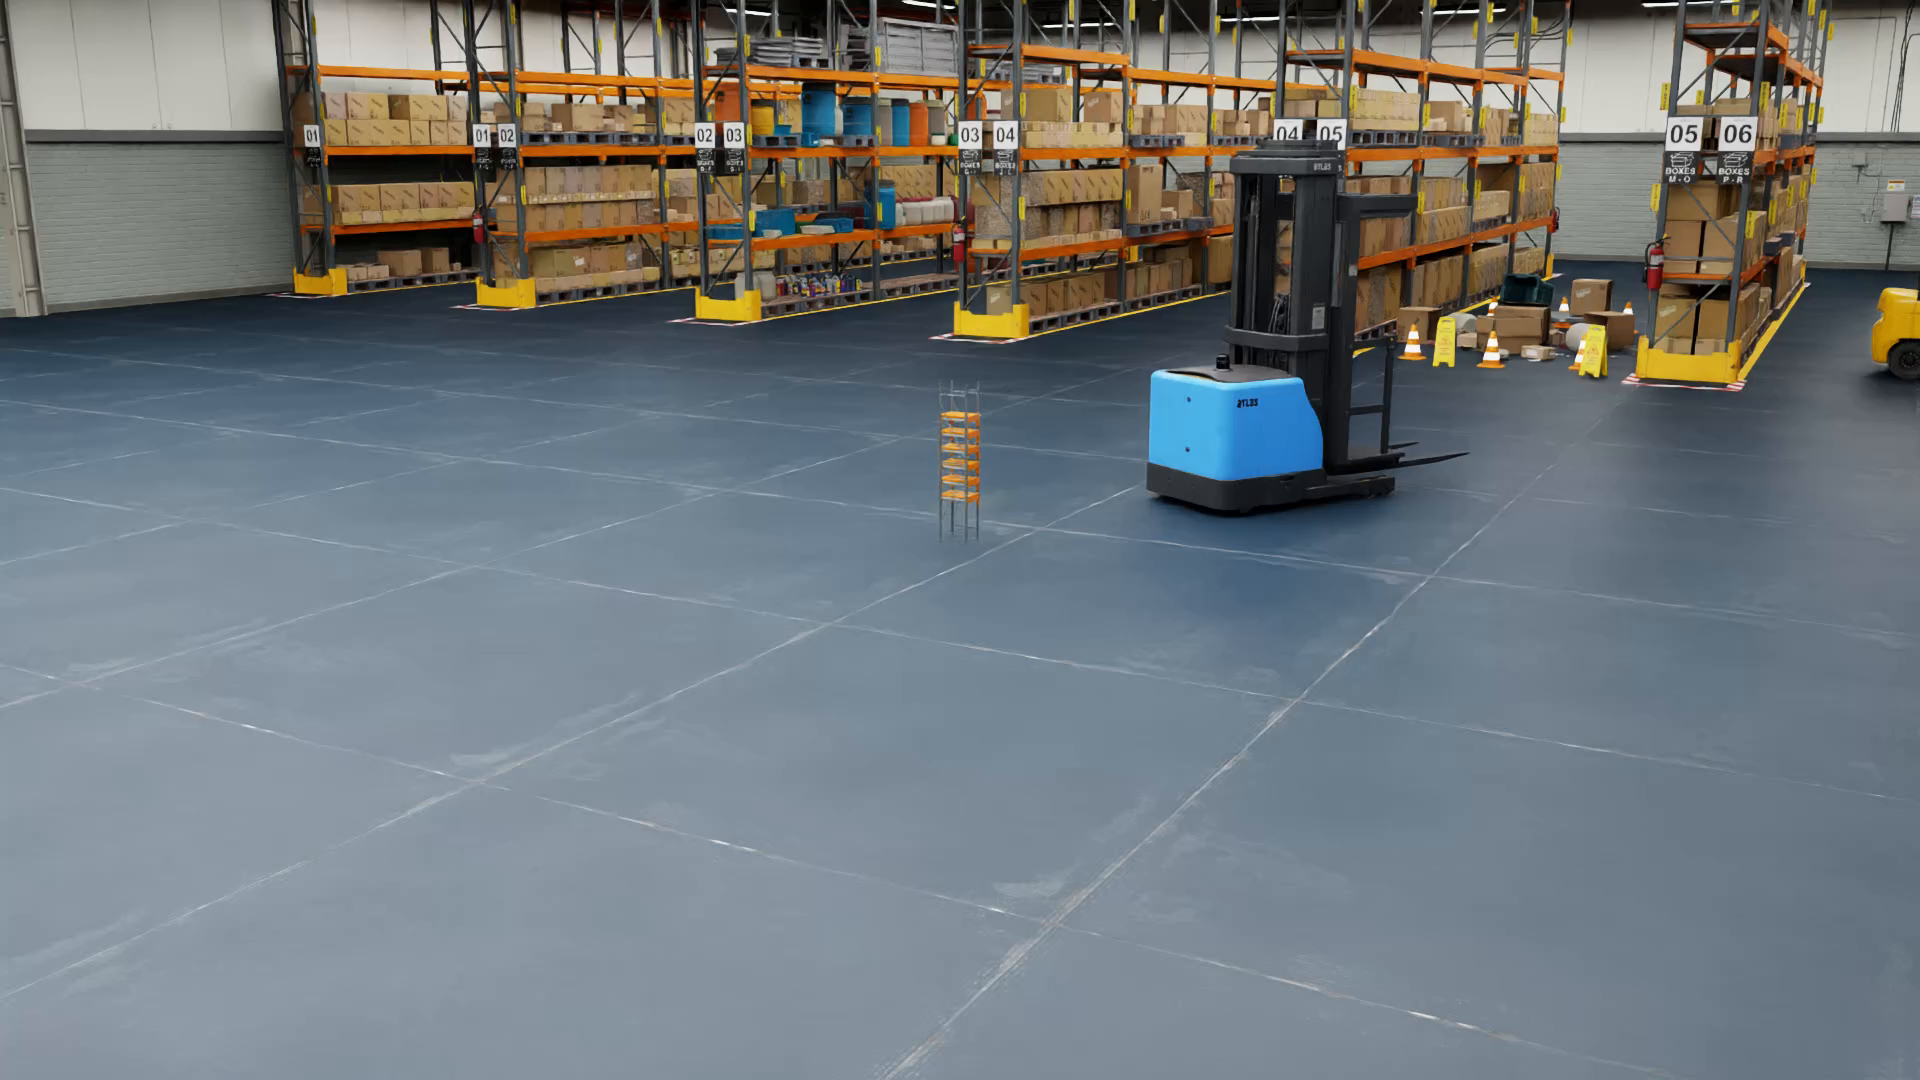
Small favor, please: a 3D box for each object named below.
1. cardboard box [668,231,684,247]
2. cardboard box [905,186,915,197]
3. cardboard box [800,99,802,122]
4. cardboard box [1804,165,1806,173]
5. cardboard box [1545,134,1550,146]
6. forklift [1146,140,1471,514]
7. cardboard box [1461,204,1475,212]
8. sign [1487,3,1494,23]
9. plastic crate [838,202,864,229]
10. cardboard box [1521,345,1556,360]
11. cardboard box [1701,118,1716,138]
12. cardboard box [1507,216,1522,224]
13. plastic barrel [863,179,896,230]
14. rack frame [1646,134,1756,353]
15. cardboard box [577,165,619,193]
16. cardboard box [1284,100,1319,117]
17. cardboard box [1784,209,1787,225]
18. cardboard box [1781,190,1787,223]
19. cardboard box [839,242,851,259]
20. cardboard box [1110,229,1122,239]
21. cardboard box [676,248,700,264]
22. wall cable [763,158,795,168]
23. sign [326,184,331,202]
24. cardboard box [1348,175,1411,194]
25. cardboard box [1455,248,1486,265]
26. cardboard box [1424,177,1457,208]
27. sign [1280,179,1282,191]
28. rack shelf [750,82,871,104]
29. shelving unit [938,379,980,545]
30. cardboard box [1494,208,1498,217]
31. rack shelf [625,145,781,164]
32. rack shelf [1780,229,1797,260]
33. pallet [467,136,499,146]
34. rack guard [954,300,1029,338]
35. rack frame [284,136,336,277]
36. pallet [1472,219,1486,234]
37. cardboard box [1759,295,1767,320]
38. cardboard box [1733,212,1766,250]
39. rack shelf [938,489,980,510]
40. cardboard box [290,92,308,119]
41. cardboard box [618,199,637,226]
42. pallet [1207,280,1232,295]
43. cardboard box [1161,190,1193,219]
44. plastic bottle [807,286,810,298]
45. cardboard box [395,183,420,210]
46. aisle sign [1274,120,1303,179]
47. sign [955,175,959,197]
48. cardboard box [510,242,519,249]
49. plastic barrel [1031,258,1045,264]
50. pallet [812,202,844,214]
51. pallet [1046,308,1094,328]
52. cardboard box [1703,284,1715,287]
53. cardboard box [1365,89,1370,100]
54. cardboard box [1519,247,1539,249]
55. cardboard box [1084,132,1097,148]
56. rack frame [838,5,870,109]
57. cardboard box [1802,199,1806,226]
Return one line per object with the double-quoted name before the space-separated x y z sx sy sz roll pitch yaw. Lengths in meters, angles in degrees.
"cardboard box" -7.389 -7.574 41.243 0.750 0.750 0.750 8 16 30
"cardboard box" -1.450 -8.516 41.243 0.500 0.500 0.500 7 15 28
"cardboard box" -3.648 -9.656 37.439 0.500 0.500 0.500 7 15 28
"cardboard box" 16.054 -7.135 32.000 0.380 0.149 0.250 7 15 28
"cardboard box" 11.993 -8.357 34.717 0.500 0.250 0.500 8 16 30
"forklift" 3.092 -1.871 14.040 3.031 2.935 1.130 -8 16 -31
"cardboard box" 9.015 -5.962 29.870 0.380 0.149 0.250 8 16 31
"sign" 9.094 -9.045 28.518 0.100 0.325 0.005 7 15 28
"plastic crate" -1.990 -6.147 31.496 0.402 0.464 0.583 7 15 28
"cardboard box" 7.986 -2.589 22.957 0.250 0.149 0.380 -8 16 -30
"cardboard box" 9.132 -5.143 20.752 0.500 0.250 0.500 7 15 27
"cardboard box" 10.963 -6.379 33.128 0.380 0.149 0.250 8 16 30
"plastic barrel" -1.505 -6.271 31.076 0.600 0.901 0.708 7 15 28
"rack frame" 9.121 -3.478 20.559 1.000 3.000 0.127 7 15 28
"cardboard box" -6.986 -6.925 31.878 0.700 0.500 0.500 7 15 28
"cardboard box" 4.731 -5.933 22.917 0.500 0.250 0.500 8 16 29
"cardboard box" 13.449 -5.365 27.641 0.500 0.250 0.500 7 15 28
"cardboard box" 12.771 -5.284 26.309 0.500 0.500 0.500 7 15 27
"cardboard box" -2.900 -6.847 38.931 0.500 0.500 0.500 8 16 29
"cardboard box" 2.533 -5.222 28.329 0.380 0.149 0.250 7 15 28
"cardboard box" -5.626 -5.843 34.144 0.500 0.311 0.500 7 15 27
"wall cable" -5.037 -10.431 47.231 0.084 1.984 1.851 7 15 28
"sign" -12.088 -6.644 31.843 0.100 0.325 0.005 7 15 28
"cardboard box" 6.464 -5.365 25.761 0.875 0.550 0.550 7 15 28
"cardboard box" 9.396 -5.231 30.668 0.500 0.250 0.500 7 15 27
"cardboard box" 8.137 -5.999 28.670 0.700 0.500 0.500 7 15 27
"sign" 6.726 -7.527 35.055 0.100 0.325 0.005 7 15 28
"rack shelf" -3.390 -10.148 37.813 1.077 0.370 4.000 7 15 28
"shelving unit" -0.007 -0.580 12.381 0.258 1.200 0.189 7 15 28
"cardboard box" 10.023 -6.245 31.675 0.380 0.149 0.250 7 15 26
"rack shelf" -5.324 -8.063 34.714 1.077 0.370 4.000 7 15 28
"rack shelf" 13.955 -5.180 29.153 1.077 0.370 4.000 7 15 28
"pallet" -10.237 -8.586 35.750 1.213 0.211 1.003 7 15 28
"rack guard" 0.482 -3.401 25.574 1.175 0.500 0.348 7 15 28
"rack frame" -12.563 -6.284 32.200 1.000 3.000 0.127 7 15 28
"pallet" 8.857 -5.724 30.286 1.213 0.211 1.003 7 15 28
"cardboard box" 11.985 -3.624 25.875 0.950 0.372 0.625 8 16 30
"cardboard box" 10.814 -4.266 22.980 0.500 0.500 0.500 8 16 30
"rack shelf" -0.007 -0.304 12.447 0.258 0.103 0.180 7 15 28
"cardboard box" -12.583 -8.405 32.207 0.500 0.500 0.500 8 16 31
"cardboard box" -6.749 -6.392 32.435 0.700 0.500 0.500 7 15 27
"pallet" 4.760 -5.039 32.987 1.003 0.211 1.213 7 15 28
"cardboard box" 3.905 -6.253 30.963 0.700 0.500 0.500 10 17 36
"plastic bottle" -2.691 -4.373 29.305 0.097 0.201 0.097 0 14 0
"cardboard box" -11.327 -6.962 33.690 0.500 0.500 0.500 8 16 30
"aisle sign" 4.442 -5.301 22.575 0.394 0.787 0.004 7 15 28
"sign" -0.031 -5.384 25.321 0.100 0.325 0.005 7 15 28
"cardboard box" -10.082 -6.368 36.943 0.700 0.500 0.500 7 15 27
"plastic barrel" 1.633 -6.698 37.498 0.600 0.901 0.708 7 15 28
"pallet" -3.421 -7.671 38.363 1.003 0.211 1.213 7 15 28
"pallet" 1.497 -3.673 27.317 1.003 0.211 1.213 7 15 28
"cardboard box" 10.284 -3.329 23.312 0.500 0.500 0.500 8 16 30
"cardboard box" 5.424 -6.131 22.888 0.380 0.149 0.250 7 15 27
"cardboard box" 12.267 -6.226 35.874 0.380 0.149 0.250 8 16 29
"cardboard box" 1.884 -6.472 26.900 0.500 0.250 0.500 7 15 28
"rack frame" -2.423 -11.102 39.384 1.000 3.000 0.127 7 15 28
"cardboard box" 16.120 -6.365 32.321 0.500 0.500 0.500 8 16 30
